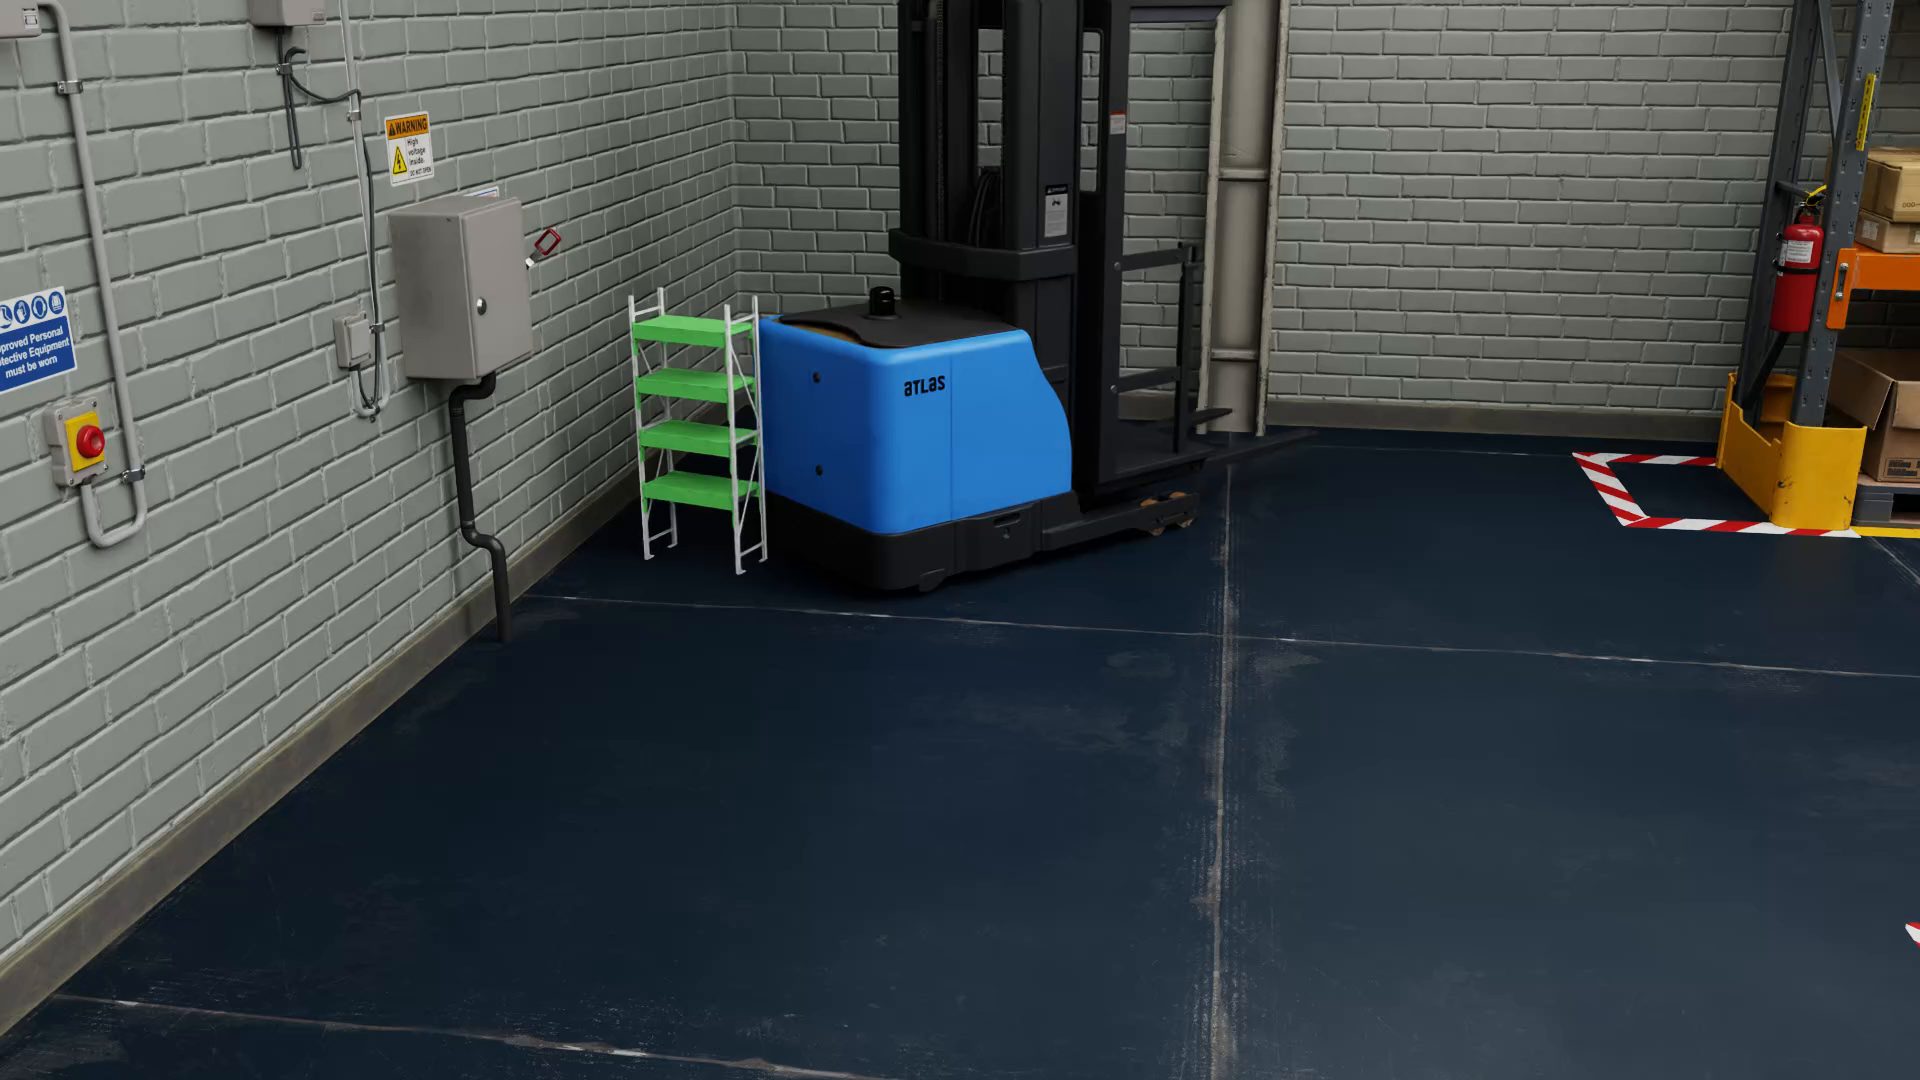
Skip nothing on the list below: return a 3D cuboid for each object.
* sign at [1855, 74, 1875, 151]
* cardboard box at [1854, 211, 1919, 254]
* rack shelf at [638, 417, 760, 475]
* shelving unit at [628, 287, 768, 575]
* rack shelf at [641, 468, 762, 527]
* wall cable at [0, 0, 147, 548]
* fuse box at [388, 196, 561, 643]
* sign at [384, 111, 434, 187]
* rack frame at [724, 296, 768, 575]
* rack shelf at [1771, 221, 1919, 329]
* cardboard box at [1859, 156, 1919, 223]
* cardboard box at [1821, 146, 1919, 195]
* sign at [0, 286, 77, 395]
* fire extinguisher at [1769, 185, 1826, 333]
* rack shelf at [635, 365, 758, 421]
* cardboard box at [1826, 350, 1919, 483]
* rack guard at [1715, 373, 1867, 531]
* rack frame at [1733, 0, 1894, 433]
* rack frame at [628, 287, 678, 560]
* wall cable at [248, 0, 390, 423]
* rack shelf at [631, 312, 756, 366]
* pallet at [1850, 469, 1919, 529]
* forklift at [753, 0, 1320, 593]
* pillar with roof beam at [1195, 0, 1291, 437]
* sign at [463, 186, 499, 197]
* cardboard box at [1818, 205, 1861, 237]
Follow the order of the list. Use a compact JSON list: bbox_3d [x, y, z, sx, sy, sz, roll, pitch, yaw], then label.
[{"bbox_3d":[4.019,-1.899,7.387,0.005,0.325,0.100,3,19,9],"label":"sign"},{"bbox_3d":[4.386,-1.437,7.766,0.250,0.149,0.380,3,19,8],"label":"cardboard box"},{"bbox_3d":[-1.151,-0.421,7.371,0.480,0.148,0.258,8,20,24],"label":"rack shelf"},{"bbox_3d":[-1.151,-0.481,7.350,0.503,1.200,0.258,8,20,24],"label":"shelving unit"},{"bbox_3d":[-1.151,-0.193,7.447,0.480,0.148,0.258,8,20,24],"label":"rack shelf"},{"bbox_3d":[-2.250,-0.876,4.044,0.123,1.953,0.585,3,19,9],"label":"wall cable"},{"bbox_3d":[-1.772,-0.419,6.360,0.414,1.711,0.539,3,19,9],"label":"fuse box"},{"bbox_3d":[-1.986,-1.415,6.004,0.001,0.242,0.339,3,19,9],"label":"sign"},{"bbox_3d":[-0.931,-0.448,7.252,0.015,1.200,0.240,8,20,24],"label":"rack frame"},{"bbox_3d":[6.080,-1.217,7.845,4.000,0.370,1.077,3,19,9],"label":"rack shelf"},{"bbox_3d":[4.510,-1.621,7.688,0.500,0.250,0.500,3,19,9],"label":"cardboard box"},{"bbox_3d":[4.601,-1.788,8.188,0.500,0.250,0.500,3,19,10],"label":"cardboard box"},{"bbox_3d":[-2.318,-0.496,4.131,0.001,0.218,0.327,3,19,9],"label":"sign"},{"bbox_3d":[3.886,-1.307,7.693,0.183,0.674,0.296,3,19,9],"label":"fire extinguisher"},{"bbox_3d":[-1.151,-0.648,7.294,0.480,0.148,0.258,8,20,24],"label":"rack shelf"},{"bbox_3d":[4.694,-0.613,8.181,0.637,0.503,0.797,2,19,6],"label":"cardboard box"},{"bbox_3d":[4.180,-0.469,8.417,0.348,0.500,1.175,3,19,9],"label":"rack guard"},{"bbox_3d":[4.105,-1.658,8.032,0.127,3.000,1.000,3,19,9],"label":"rack frame"},{"bbox_3d":[-1.372,-0.514,7.449,0.015,1.200,0.240,8,20,24],"label":"rack frame"},{"bbox_3d":[-2.036,-1.306,5.379,0.122,1.984,0.588,3,19,9],"label":"wall cable"},{"bbox_3d":[-1.151,-0.876,7.218,0.480,0.148,0.258,8,20,24],"label":"rack shelf"},{"bbox_3d":[4.967,-0.292,8.344,1.213,0.211,1.003,3,19,9],"label":"pallet"},{"bbox_3d":[0.526,-1.531,7.759,3.031,2.935,1.130,-15,23,-37],"label":"forklift"},{"bbox_3d":[0.903,-3.573,4.299,0.400,9.000,9.100,3,19,9],"label":"pillar with roof beam"},{"bbox_3d":[-1.899,-1.150,6.664,0.001,0.494,0.329,3,19,9],"label":"sign"},{"bbox_3d":[4.475,-1.607,8.273,0.250,0.149,0.380,3,19,8],"label":"cardboard box"}]
